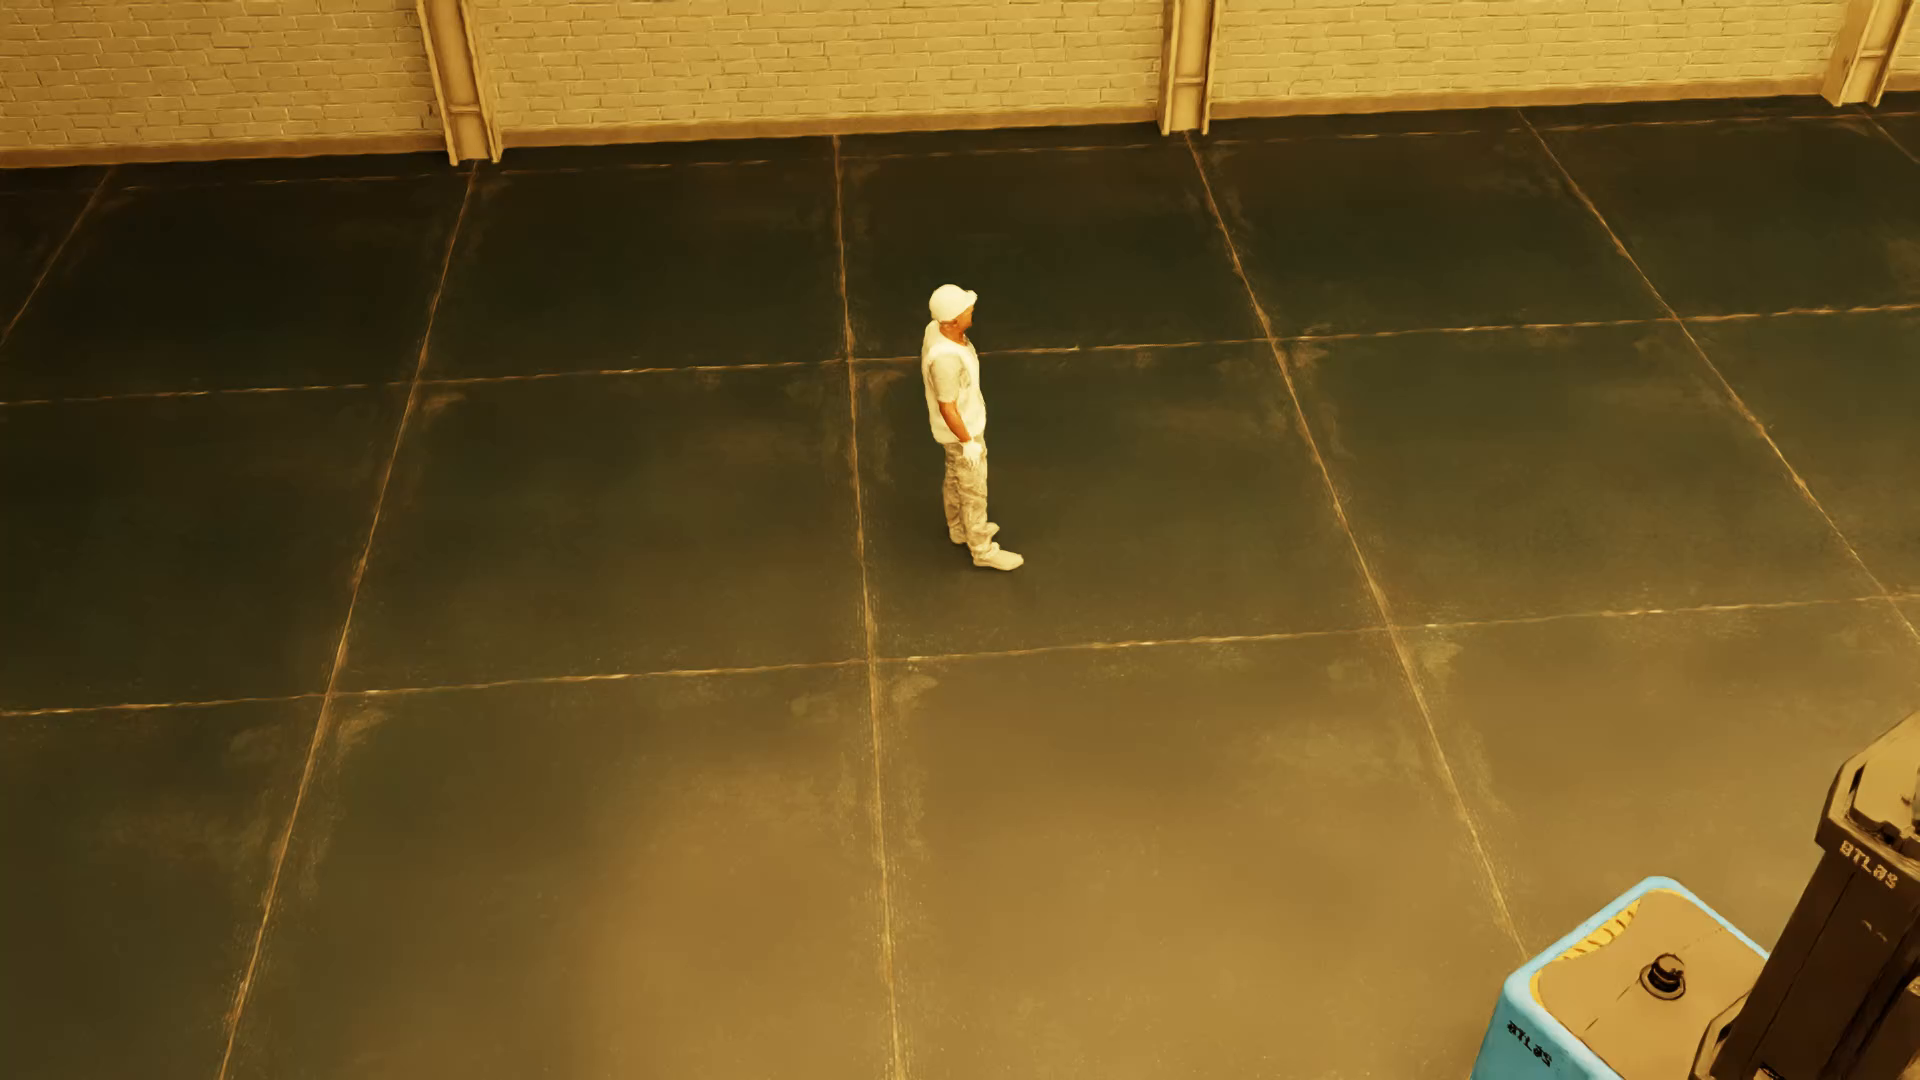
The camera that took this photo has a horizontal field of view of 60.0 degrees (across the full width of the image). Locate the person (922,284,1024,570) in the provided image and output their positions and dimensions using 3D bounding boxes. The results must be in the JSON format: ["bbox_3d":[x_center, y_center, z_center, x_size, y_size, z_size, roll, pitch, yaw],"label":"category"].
[{"bbox_3d":[0.073,-0.682,9.608,0.576,1.782,0.655,-3,41,-4],"label":"person"}]

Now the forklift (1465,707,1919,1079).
[{"bbox_3d":[3.374,2.043,5.549,1.130,2.935,3.031,-24,46,-26],"label":"forklift"}]
